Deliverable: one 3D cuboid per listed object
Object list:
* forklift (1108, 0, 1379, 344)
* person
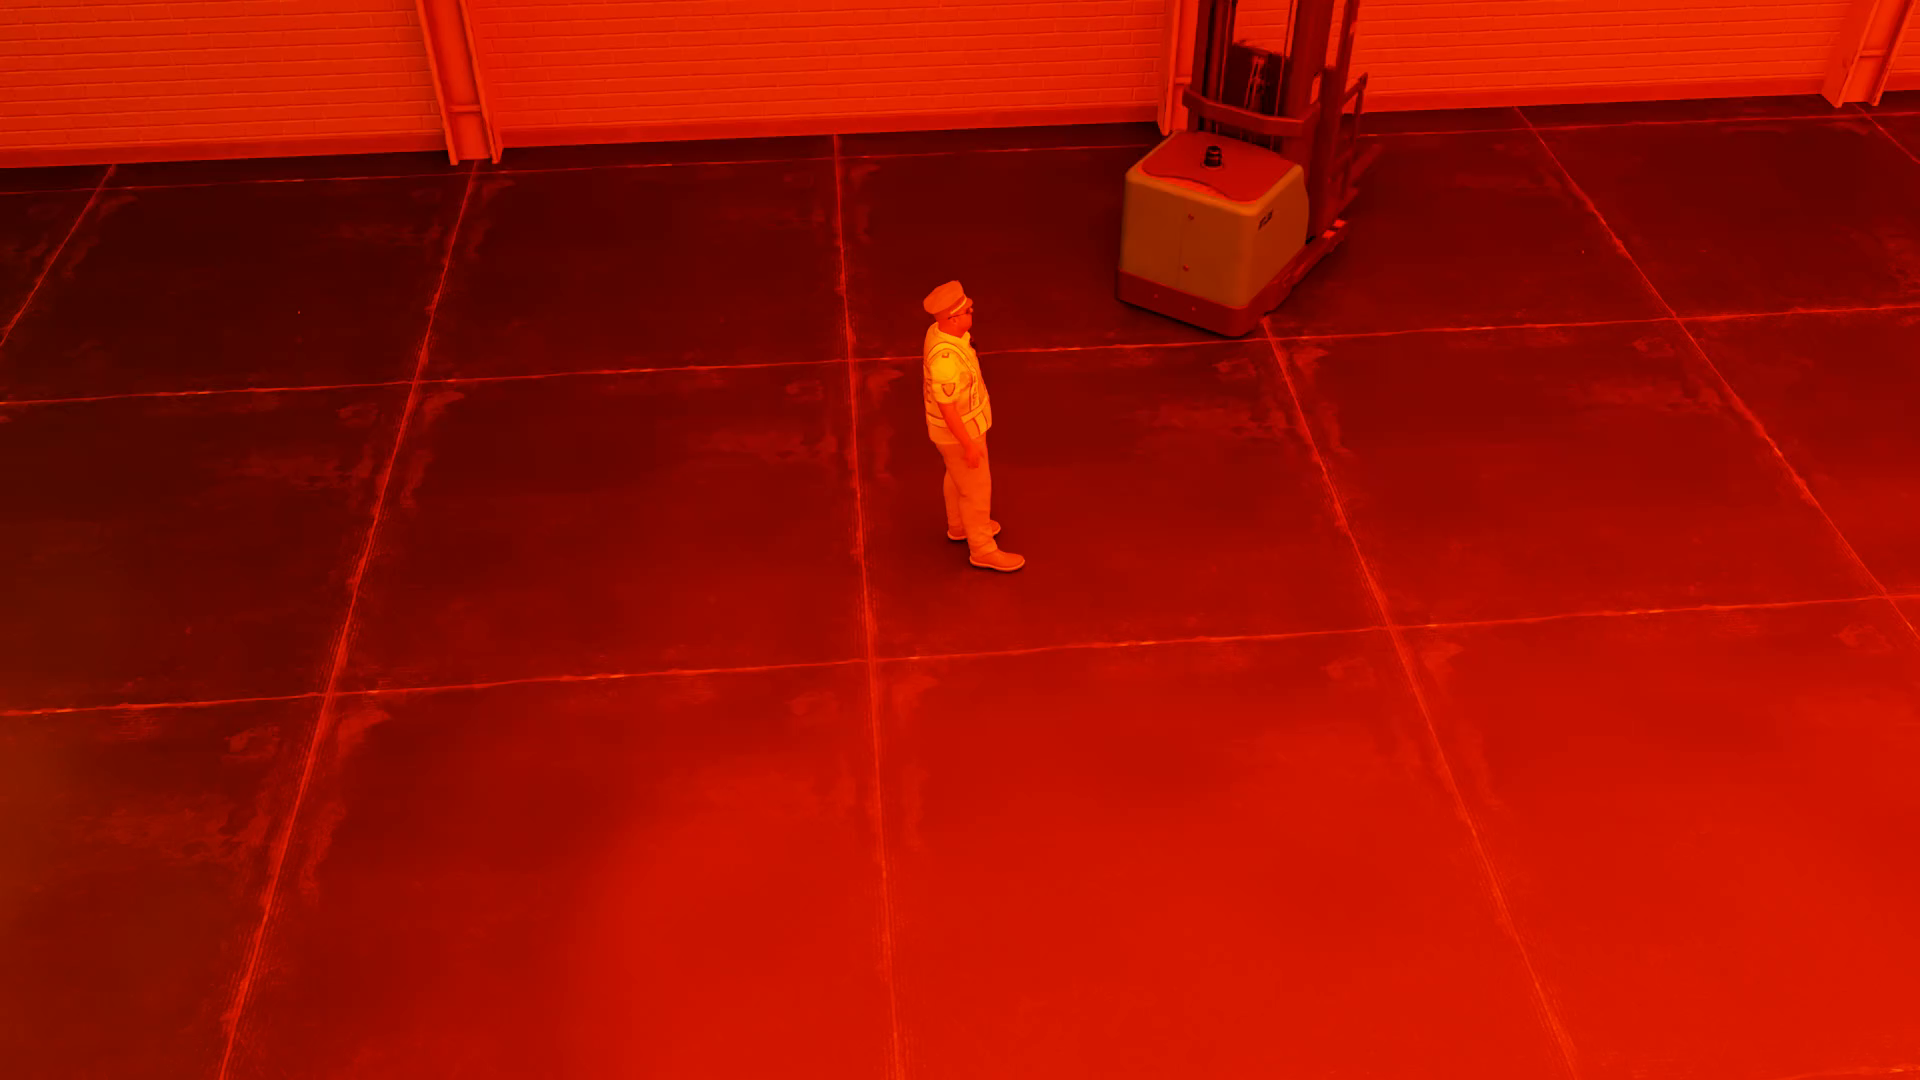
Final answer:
[{"bbox_3d":[2.309,-3.423,11.940,1.130,2.935,3.031,23,46,25],"label":"forklift"},{"bbox_3d":[0.079,-0.679,9.606,0.573,1.778,0.641,-3,41,-4],"label":"person"}]
